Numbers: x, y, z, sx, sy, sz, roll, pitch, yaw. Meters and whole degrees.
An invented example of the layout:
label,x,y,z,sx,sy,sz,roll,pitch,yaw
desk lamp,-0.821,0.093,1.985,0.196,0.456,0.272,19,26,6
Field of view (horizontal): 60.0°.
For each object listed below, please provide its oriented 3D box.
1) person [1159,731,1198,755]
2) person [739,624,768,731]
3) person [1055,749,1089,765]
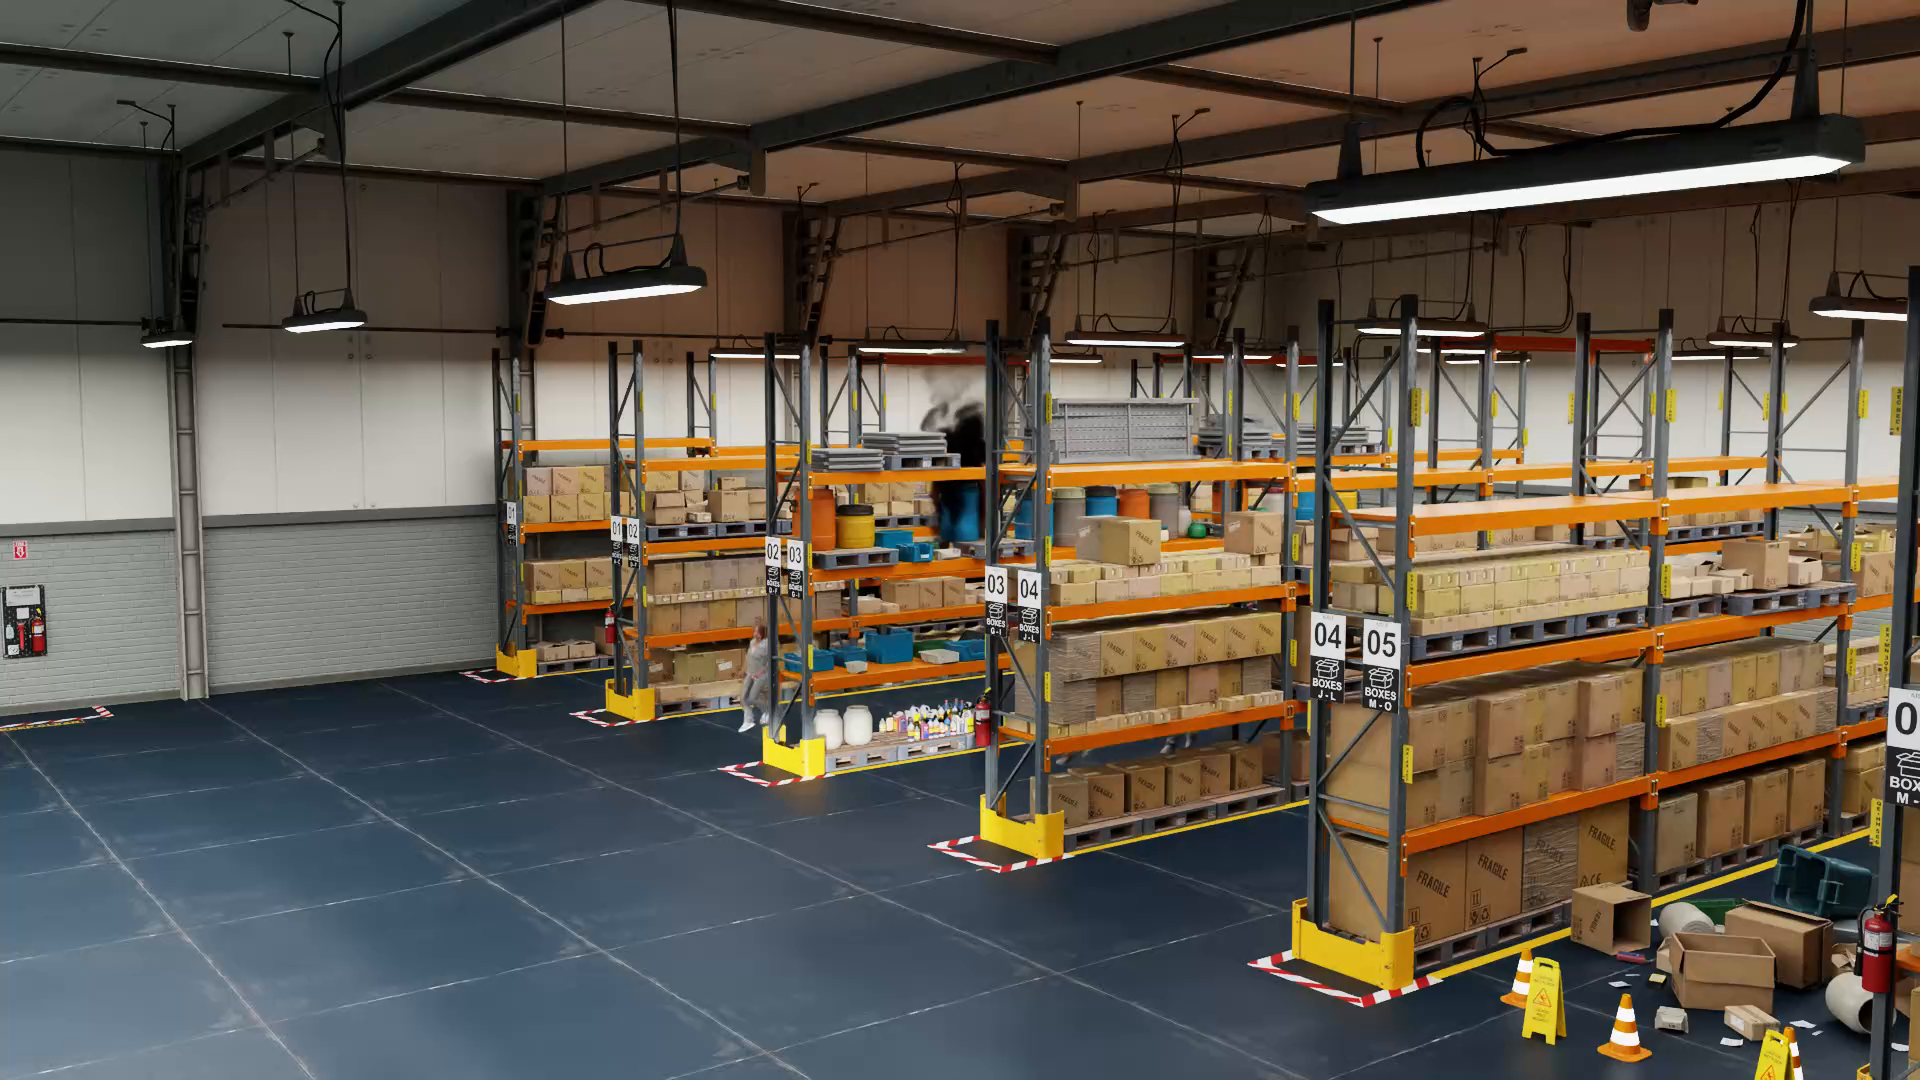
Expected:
label,x,y,z,sx,sy,sz,roll,pitch,yaw
person,2.968,1.995,22.576,0.883,1.817,0.657,-4,7,-41
person,-2.931,1.996,24.216,0.551,1.578,0.530,4,7,41
person,1.534,2.105,21.933,0.580,1.650,0.837,4,6,38
